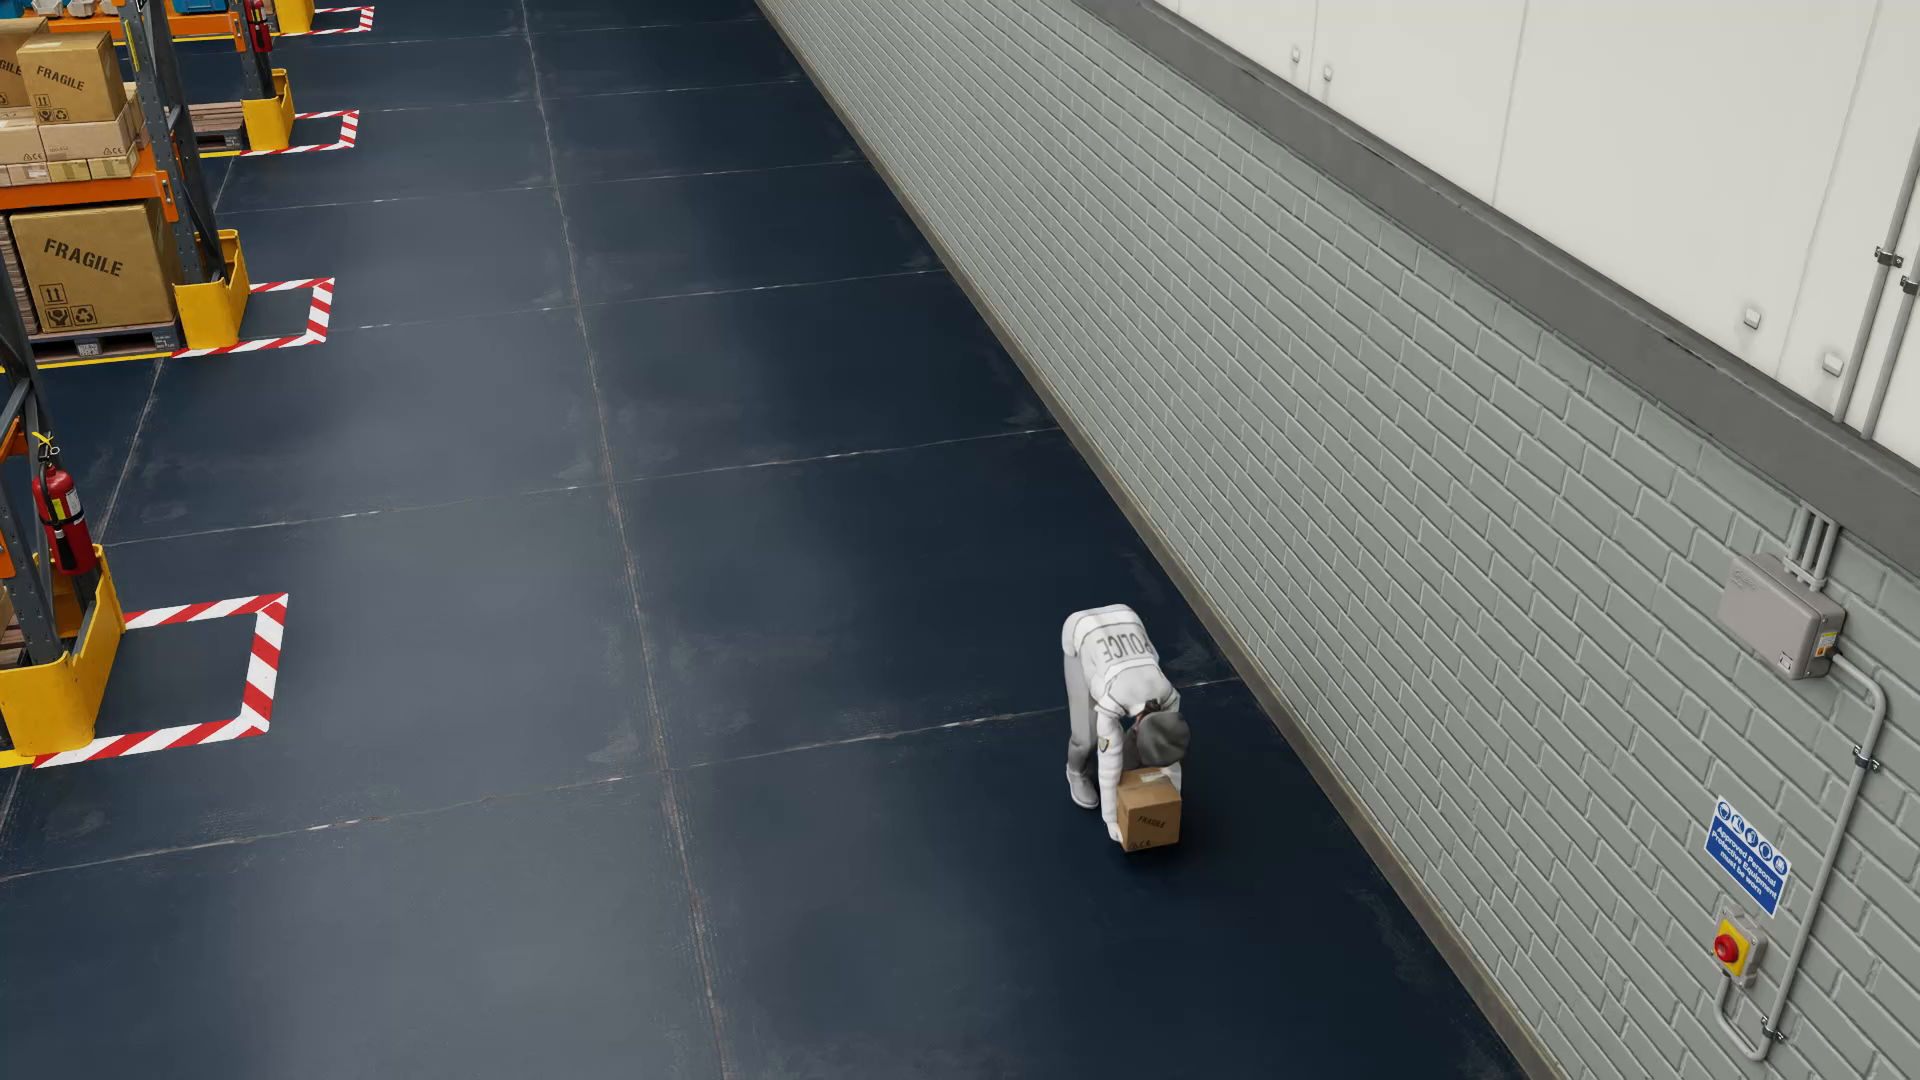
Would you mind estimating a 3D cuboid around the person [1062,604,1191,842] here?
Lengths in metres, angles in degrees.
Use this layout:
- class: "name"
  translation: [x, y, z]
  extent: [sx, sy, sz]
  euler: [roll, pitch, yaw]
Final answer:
- class: "person"
  translation: [0.737, 0.850, 7.495]
  extent: [0.437, 0.947, 0.891]
  euler: [-9, 32, -16]
